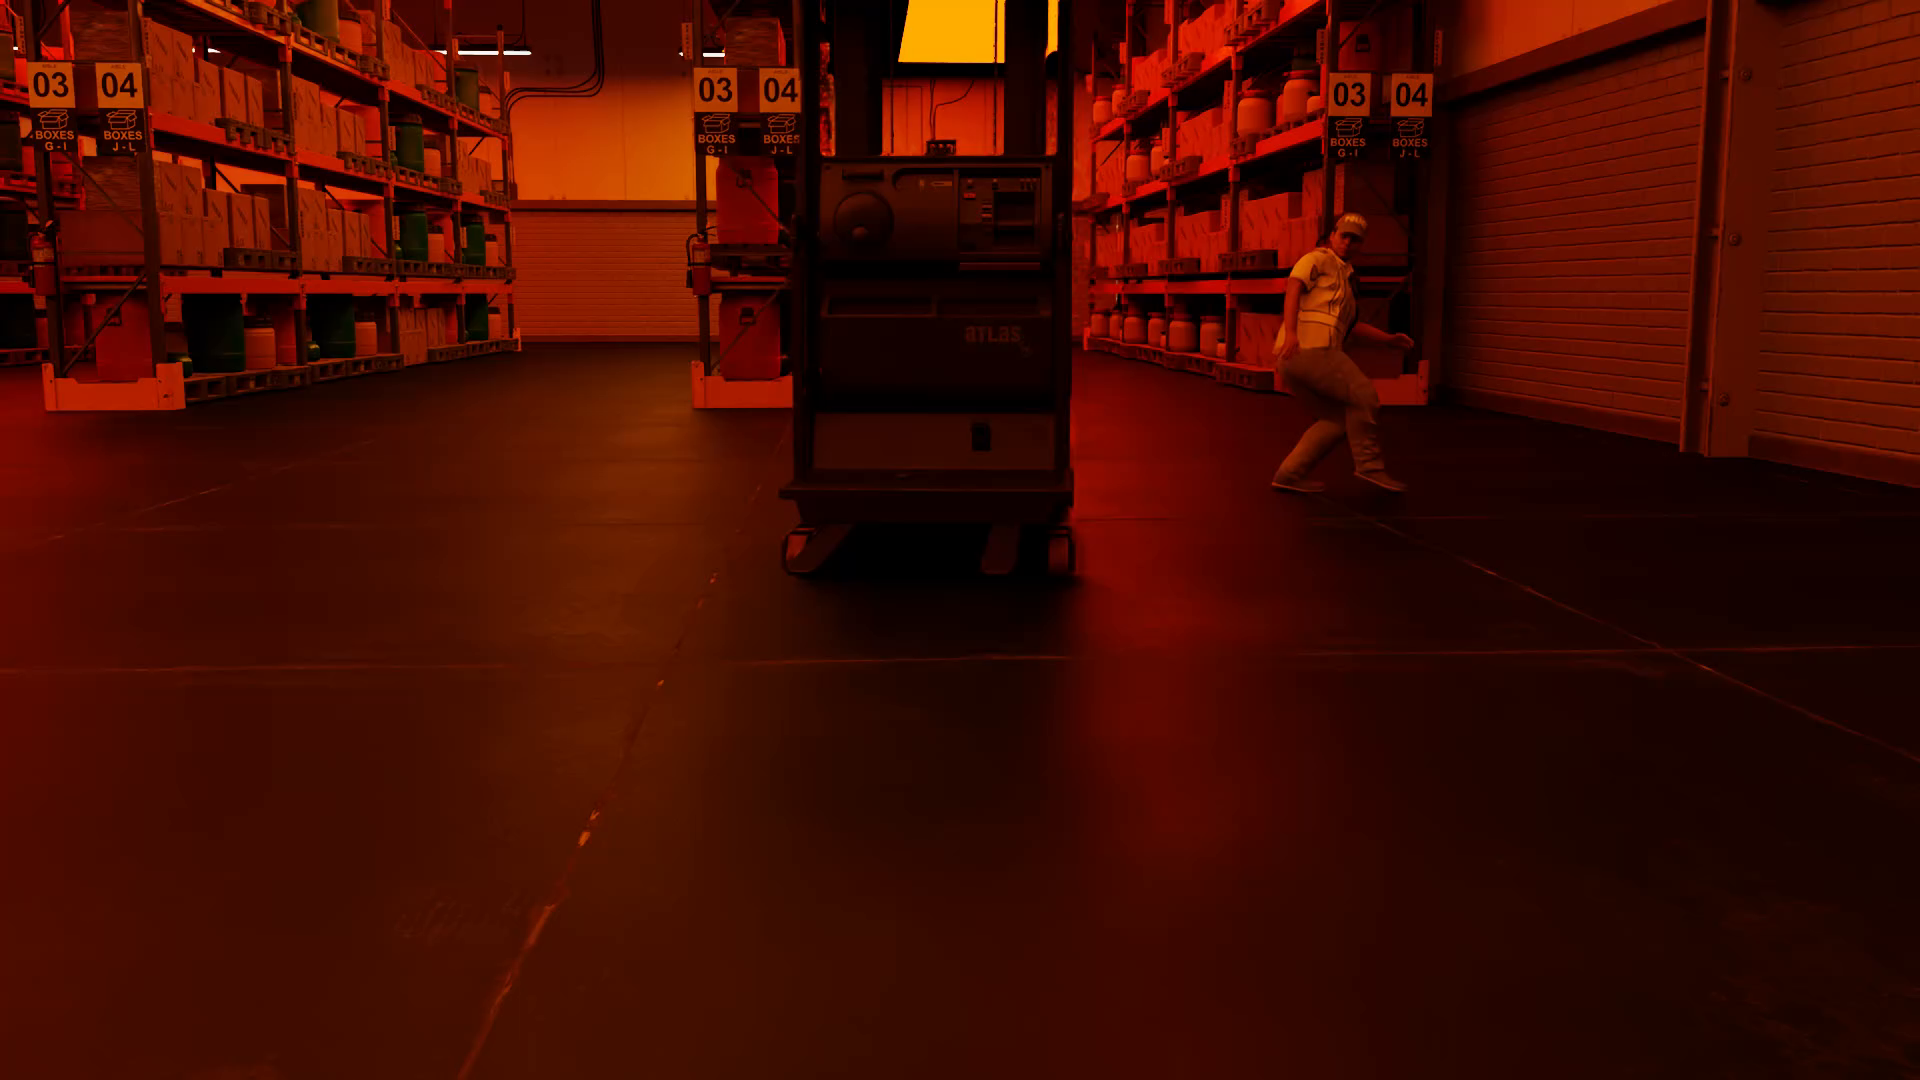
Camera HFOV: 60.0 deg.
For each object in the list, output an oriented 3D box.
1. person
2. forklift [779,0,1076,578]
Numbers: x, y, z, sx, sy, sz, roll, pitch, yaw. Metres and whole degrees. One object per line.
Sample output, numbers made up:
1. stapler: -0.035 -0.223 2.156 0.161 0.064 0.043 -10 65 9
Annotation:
1. person: 2.054 -0.987 8.906 0.755 1.514 0.706 1 9 10
2. forklift: -0.104 -1.351 6.431 1.130 2.935 3.031 0 8 3
